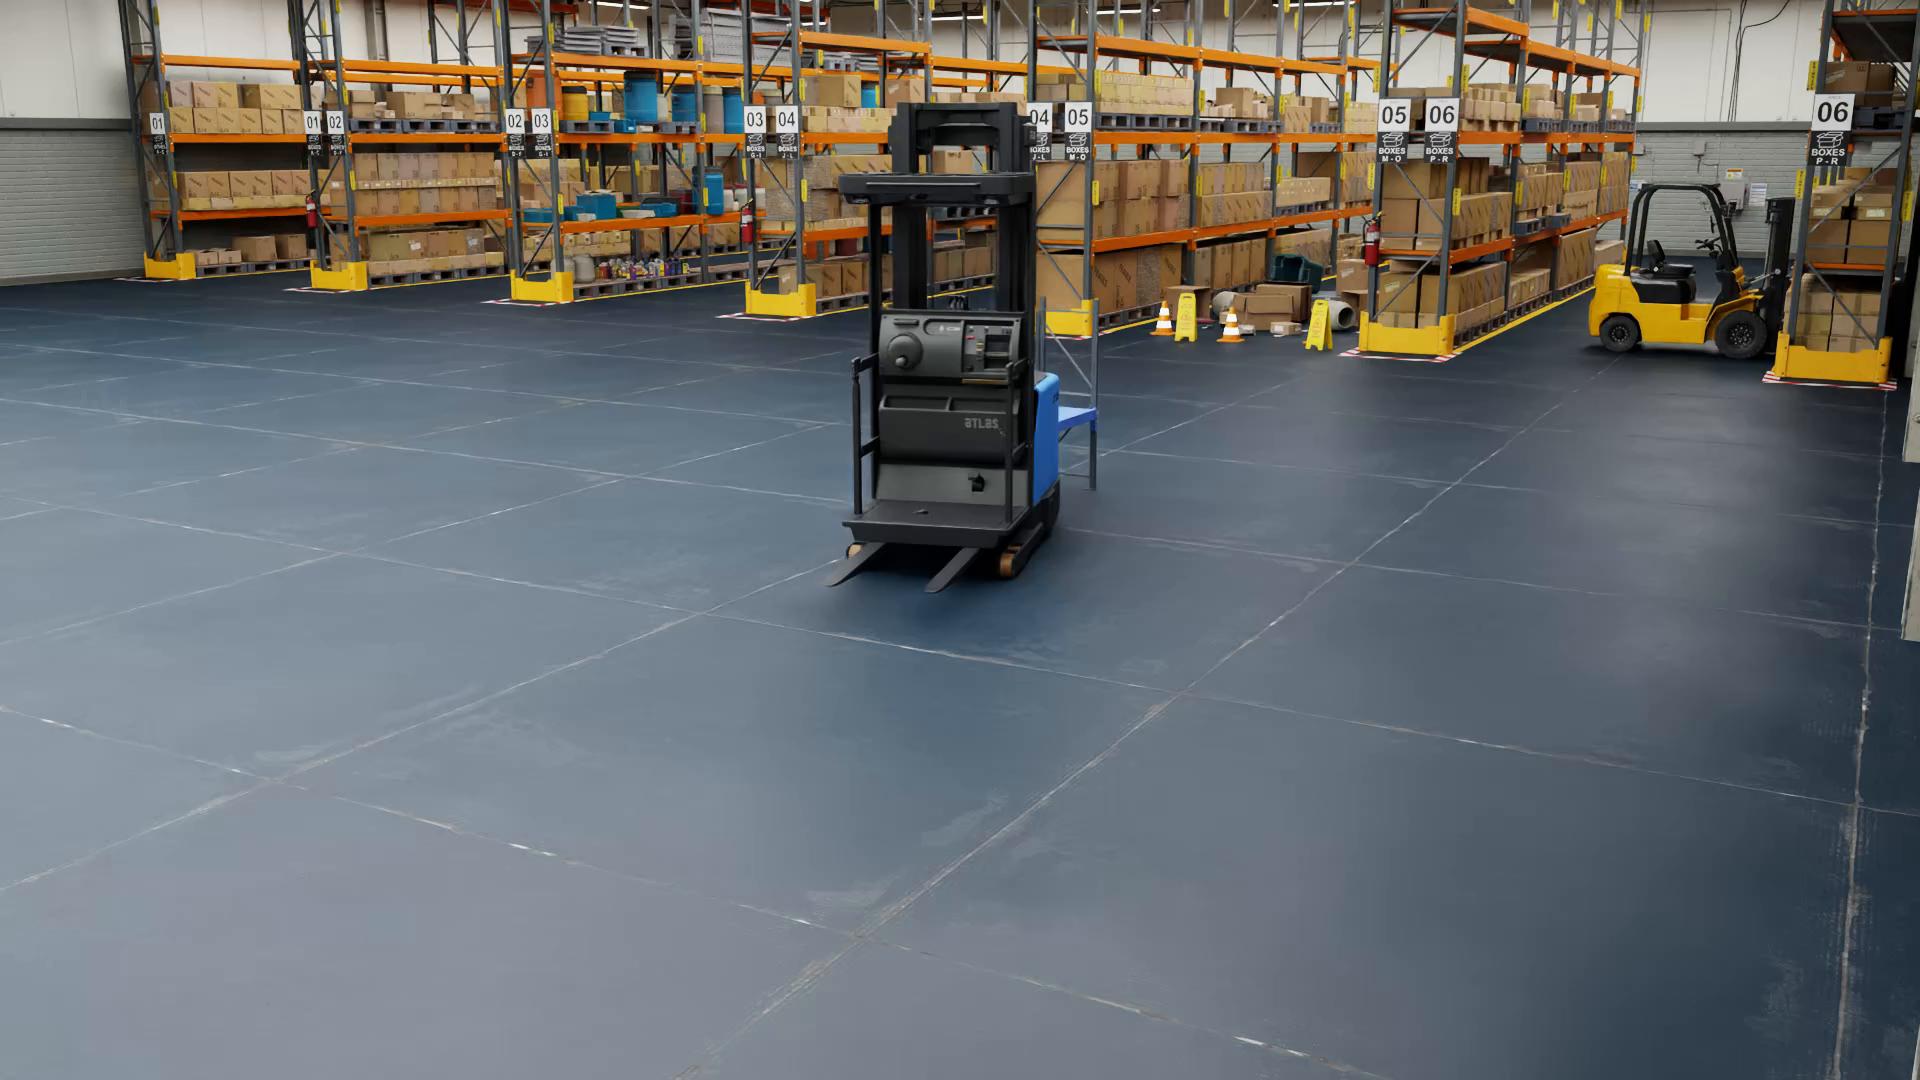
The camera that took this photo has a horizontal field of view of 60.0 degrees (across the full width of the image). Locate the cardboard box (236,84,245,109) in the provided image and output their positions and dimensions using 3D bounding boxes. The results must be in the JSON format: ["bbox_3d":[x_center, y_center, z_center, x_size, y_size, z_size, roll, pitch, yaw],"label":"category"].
[{"bbox_3d":[-15.150,-9.153,34.312,0.500,0.500,0.500,7,15,28],"label":"cardboard box"}]

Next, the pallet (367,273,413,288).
[{"bbox_3d":[-11.220,-4.964,31.674,1.003,0.211,1.213,7,15,28],"label":"pallet"}]

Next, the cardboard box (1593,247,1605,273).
[{"bbox_3d":[11.990,-5.449,32.308,0.875,0.438,0.875,7,15,27],"label":"cardboard box"}]

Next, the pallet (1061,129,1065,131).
[{"bbox_3d":[1.787,-8.411,34.023,1.003,0.211,1.213,8,16,31],"label":"pallet"}]

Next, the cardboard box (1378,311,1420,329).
[{"bbox_3d":[5.959,-2.981,22.469,0.500,0.250,0.500,7,15,28],"label":"cardboard box"}]

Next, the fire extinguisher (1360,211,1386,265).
[{"bbox_3d":[5.333,-3.903,21.489,0.296,0.674,0.183,7,15,28],"label":"fire extinguisher"}]

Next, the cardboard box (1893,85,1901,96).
[{"bbox_3d":[15.753,-7.619,28.244,0.396,0.266,0.258,7,15,28],"label":"cardboard box"}]

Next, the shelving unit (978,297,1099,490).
[{"bbox_3d":[0.605,-1.048,12.679,0.538,1.500,1.048,7,15,28],"label":"shelving unit"}]

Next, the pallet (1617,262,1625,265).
[{"bbox_3d":[13.209,-5.666,34.587,1.003,0.211,1.213,7,15,28],"label":"pallet"}]

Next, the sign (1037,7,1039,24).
[{"bbox_3d":[1.464,-10.026,31.758,0.100,0.325,0.005,7,15,28],"label":"sign"}]

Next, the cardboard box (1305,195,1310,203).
[{"bbox_3d":[6.565,-6.625,32.252,0.380,0.149,0.250,8,16,30],"label":"cardboard box"}]

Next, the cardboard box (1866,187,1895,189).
[{"bbox_3d":[11.909,-4.477,21.473,0.380,0.149,0.250,7,15,28],"label":"cardboard box"}]

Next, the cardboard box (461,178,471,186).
[{"bbox_3d":[-9.935,-7.104,33.004,0.380,0.149,0.250,7,15,28],"label":"cardboard box"}]

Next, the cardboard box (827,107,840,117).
[{"bbox_3d":[-2.129,-6.800,26.409,0.380,0.149,0.250,8,16,30],"label":"cardboard box"}]

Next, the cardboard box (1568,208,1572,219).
[{"bbox_3d":[10.349,-5.660,28.930,0.500,0.250,0.500,7,15,26],"label":"cardboard box"}]

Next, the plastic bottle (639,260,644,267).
[{"bbox_3d":[-6.003,-5.142,31.346,0.097,0.271,0.097,0,14,0],"label":"plastic bottle"}]

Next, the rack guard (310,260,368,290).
[{"bbox_3d":[-11.565,-4.938,30.949,1.175,0.500,0.348,7,15,28],"label":"rack guard"}]

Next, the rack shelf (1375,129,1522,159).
[{"bbox_3d":[6.759,-5.431,22.796,1.077,0.370,4.000,7,15,28],"label":"rack shelf"}]

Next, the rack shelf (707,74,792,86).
[{"bbox_3d":[-4.785,-11.596,41.973,1.077,0.370,4.000,7,15,28],"label":"rack shelf"}]

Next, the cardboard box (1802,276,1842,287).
[{"bbox_3d":[11.078,-3.254,21.468,0.500,0.250,0.500,8,16,30],"label":"cardboard box"}]

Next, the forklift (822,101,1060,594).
[{"bbox_3d":[-0.114,-1.276,10.572,1.130,2.935,3.031,3,14,13],"label":"forklift"}]

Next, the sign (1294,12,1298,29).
[{"bbox_3d":[6.745,-10.389,33.262,0.100,0.325,0.005,7,15,28],"label":"sign"}]

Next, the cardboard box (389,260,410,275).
[{"bbox_3d":[-10.861,-5.213,31.729,0.500,0.250,0.500,7,15,28],"label":"cardboard box"}]

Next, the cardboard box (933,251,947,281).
[{"bbox_3d":[-0.634,-4.978,30.176,0.700,0.500,0.500,6,15,24],"label":"cardboard box"}]

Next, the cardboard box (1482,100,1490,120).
[{"bbox_3d":[6.748,-5.726,22.170,0.500,0.250,0.500,8,16,30],"label":"cardboard box"}]

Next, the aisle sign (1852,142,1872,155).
[{"bbox_3d":[17.650,-7.944,32.539,0.394,0.787,0.004,7,15,28],"label":"aisle sign"}]

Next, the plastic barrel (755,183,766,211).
[{"bbox_3d":[-4.067,-6.894,33.438,0.433,0.535,0.433,0,14,0],"label":"plastic barrel"}]

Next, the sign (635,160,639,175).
[{"bbox_3d":[-7.198,-8.300,37.091,0.100,0.325,0.005,7,15,28],"label":"sign"}]

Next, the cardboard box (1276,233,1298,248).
[{"bbox_3d":[6.068,-5.665,31.470,0.500,0.250,0.500,7,15,27],"label":"cardboard box"}]

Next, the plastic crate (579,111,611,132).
[{"bbox_3d":[-6.561,-7.472,29.760,0.392,0.384,0.575,7,15,28],"label":"plastic crate"}]

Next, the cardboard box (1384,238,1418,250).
[{"bbox_3d":[5.786,-3.891,21.809,0.380,0.149,0.250,8,16,30],"label":"cardboard box"}]

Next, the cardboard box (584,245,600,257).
[{"bbox_3d":[-8.218,-6.322,36.329,0.500,0.250,0.500,8,16,29],"label":"cardboard box"}]

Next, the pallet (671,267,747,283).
[{"bbox_3d":[-4.940,-5.227,32.763,1.003,0.211,1.213,7,15,28],"label":"pallet"}]

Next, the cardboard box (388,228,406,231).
[{"bbox_3d":[-13.129,-6.903,38.160,0.700,0.500,0.500,8,15,29],"label":"cardboard box"}]

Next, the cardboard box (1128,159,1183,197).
[{"bbox_3d":[2.971,-5.673,26.041,0.875,0.550,0.550,7,15,28],"label":"cardboard box"}]

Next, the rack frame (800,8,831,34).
[{"bbox_3d":[-3.818,-12.357,43.590,1.000,3.000,0.127,7,15,28],"label":"rack frame"}]

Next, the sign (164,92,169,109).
[{"bbox_3d":[-15.416,-8.540,32.293,0.100,0.325,0.005,7,15,28],"label":"sign"}]

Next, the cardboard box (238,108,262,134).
[{"bbox_3d":[-14.732,-8.601,34.153,0.500,0.500,0.500,8,16,31],"label":"cardboard box"}]

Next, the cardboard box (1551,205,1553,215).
[{"bbox_3d":[9.429,-5.371,27.051,0.380,0.149,0.250,7,15,25],"label":"cardboard box"}]

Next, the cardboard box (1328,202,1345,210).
[{"bbox_3d":[7.634,-6.813,33.930,0.380,0.149,0.250,8,16,30],"label":"cardboard box"}]

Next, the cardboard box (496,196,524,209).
[{"bbox_3d":[-9.420,-7.012,34.538,0.500,0.250,0.500,9,16,32],"label":"cardboard box"}]

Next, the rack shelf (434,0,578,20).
[{"bbox_3d":[-11.057,-12.953,40.503,1.077,0.370,4.000,7,15,28],"label":"rack shelf"}]

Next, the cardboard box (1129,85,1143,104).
[{"bbox_3d":[2.356,-6.513,24.324,0.500,0.250,0.500,7,15,28],"label":"cardboard box"}]

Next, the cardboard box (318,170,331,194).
[{"bbox_3d":[-13.916,-7.709,35.785,0.500,0.500,0.500,7,15,28],"label":"cardboard box"}]

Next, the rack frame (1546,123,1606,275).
[{"bbox_3d":[11.593,-6.374,31.573,1.000,3.000,0.127,7,15,28],"label":"rack frame"}]

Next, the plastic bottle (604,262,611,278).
[{"bbox_3d":[-6.475,-4.953,30.534,0.061,0.283,0.133,7,15,28],"label":"plastic bottle"}]

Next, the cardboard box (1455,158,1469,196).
[{"bbox_3d":[6.618,-5.027,23.003,0.700,0.500,0.500,7,15,28],"label":"cardboard box"}]

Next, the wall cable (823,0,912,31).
[{"bbox_3d":[-2.741,-14.677,49.061,3.097,2.526,0.112,7,15,28],"label":"wall cable"}]

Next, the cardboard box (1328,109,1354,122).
[{"bbox_3d":[7.654,-8.614,33.717,0.500,0.250,0.500,8,16,30],"label":"cardboard box"}]

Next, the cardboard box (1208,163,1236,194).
[{"bbox_3d":[4.315,-6.223,28.599,0.700,0.500,0.500,7,15,27],"label":"cardboard box"}]

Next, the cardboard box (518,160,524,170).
[{"bbox_3d":[-11.081,-9.205,40.823,0.500,0.250,0.500,7,15,28],"label":"cardboard box"}]

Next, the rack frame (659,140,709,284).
[{"bbox_3d":[-5.285,-6.417,31.750,1.000,3.000,0.127,7,15,28],"label":"rack frame"}]
